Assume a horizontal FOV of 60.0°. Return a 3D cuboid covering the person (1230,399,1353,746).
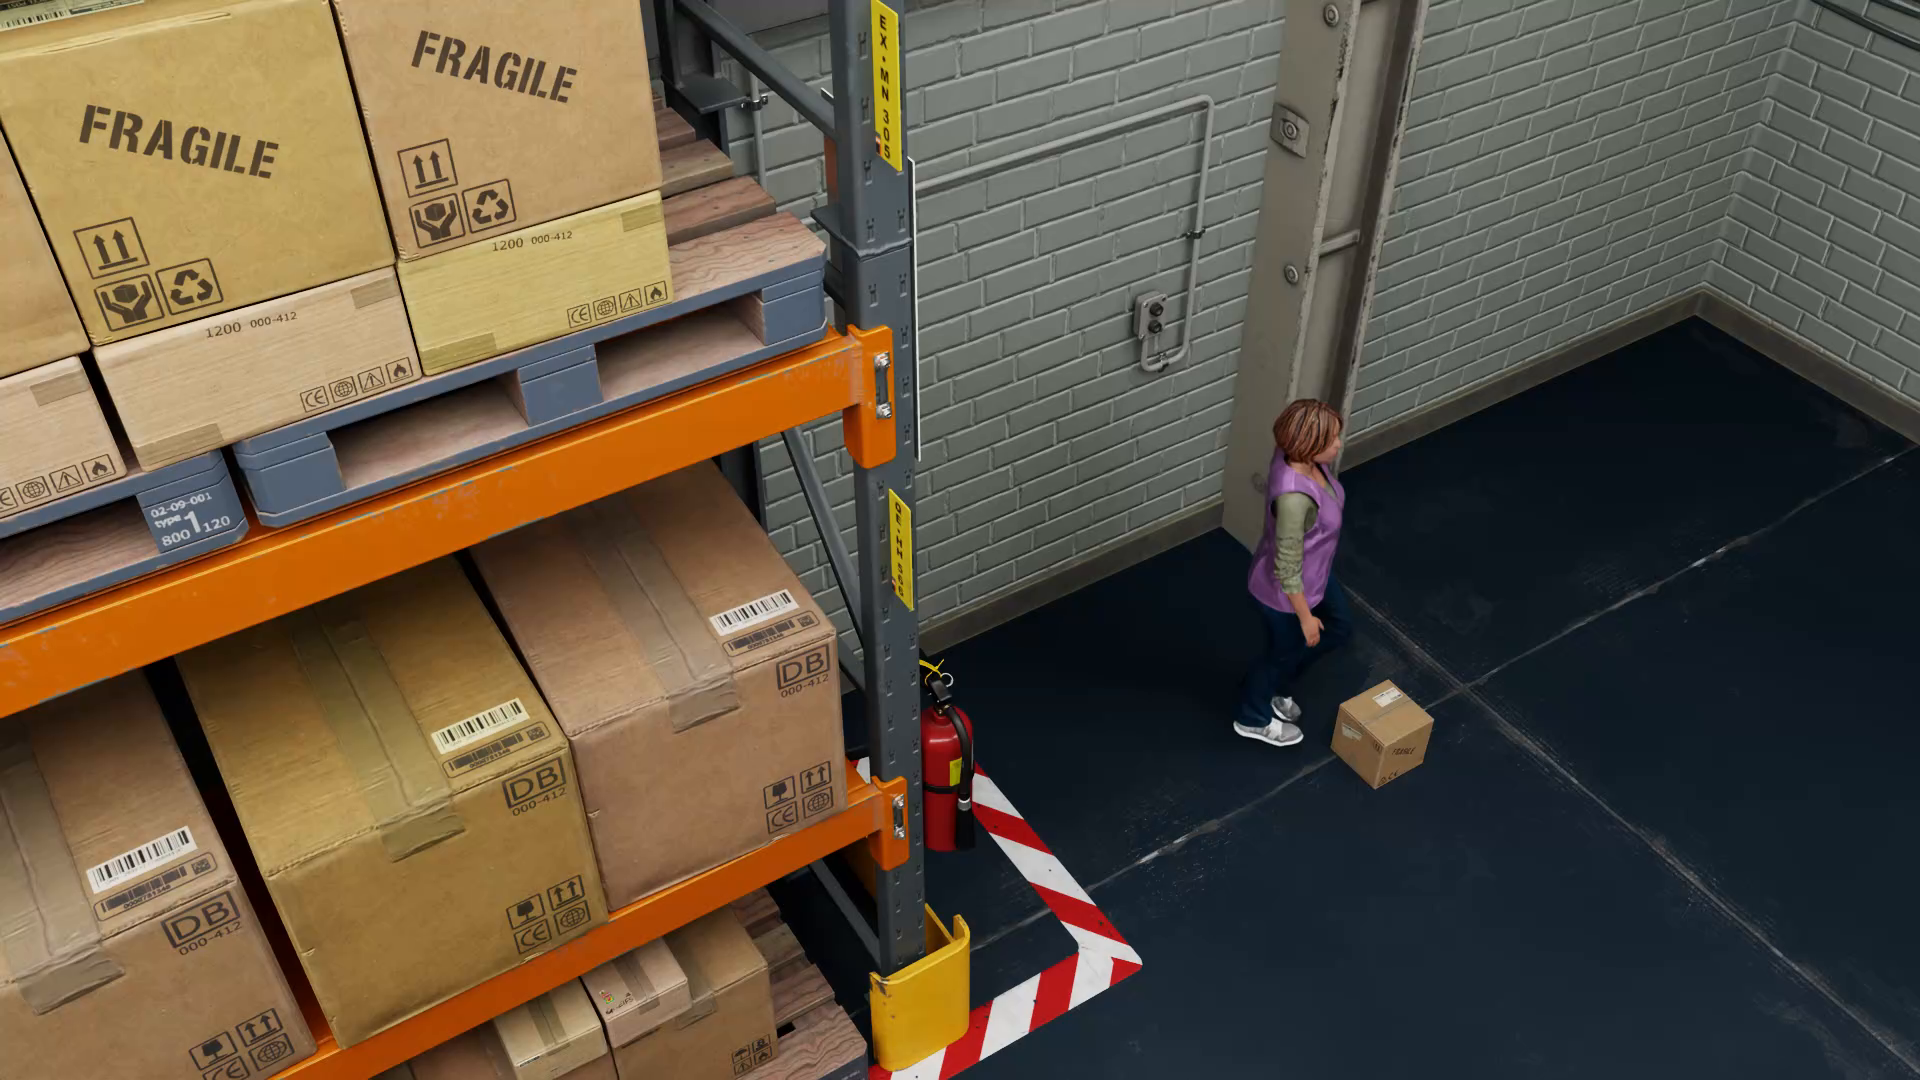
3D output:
[{"bbox_3d":[1.229,0.178,5.955,0.405,1.603,0.465,12,43,13],"label":"person"}]
